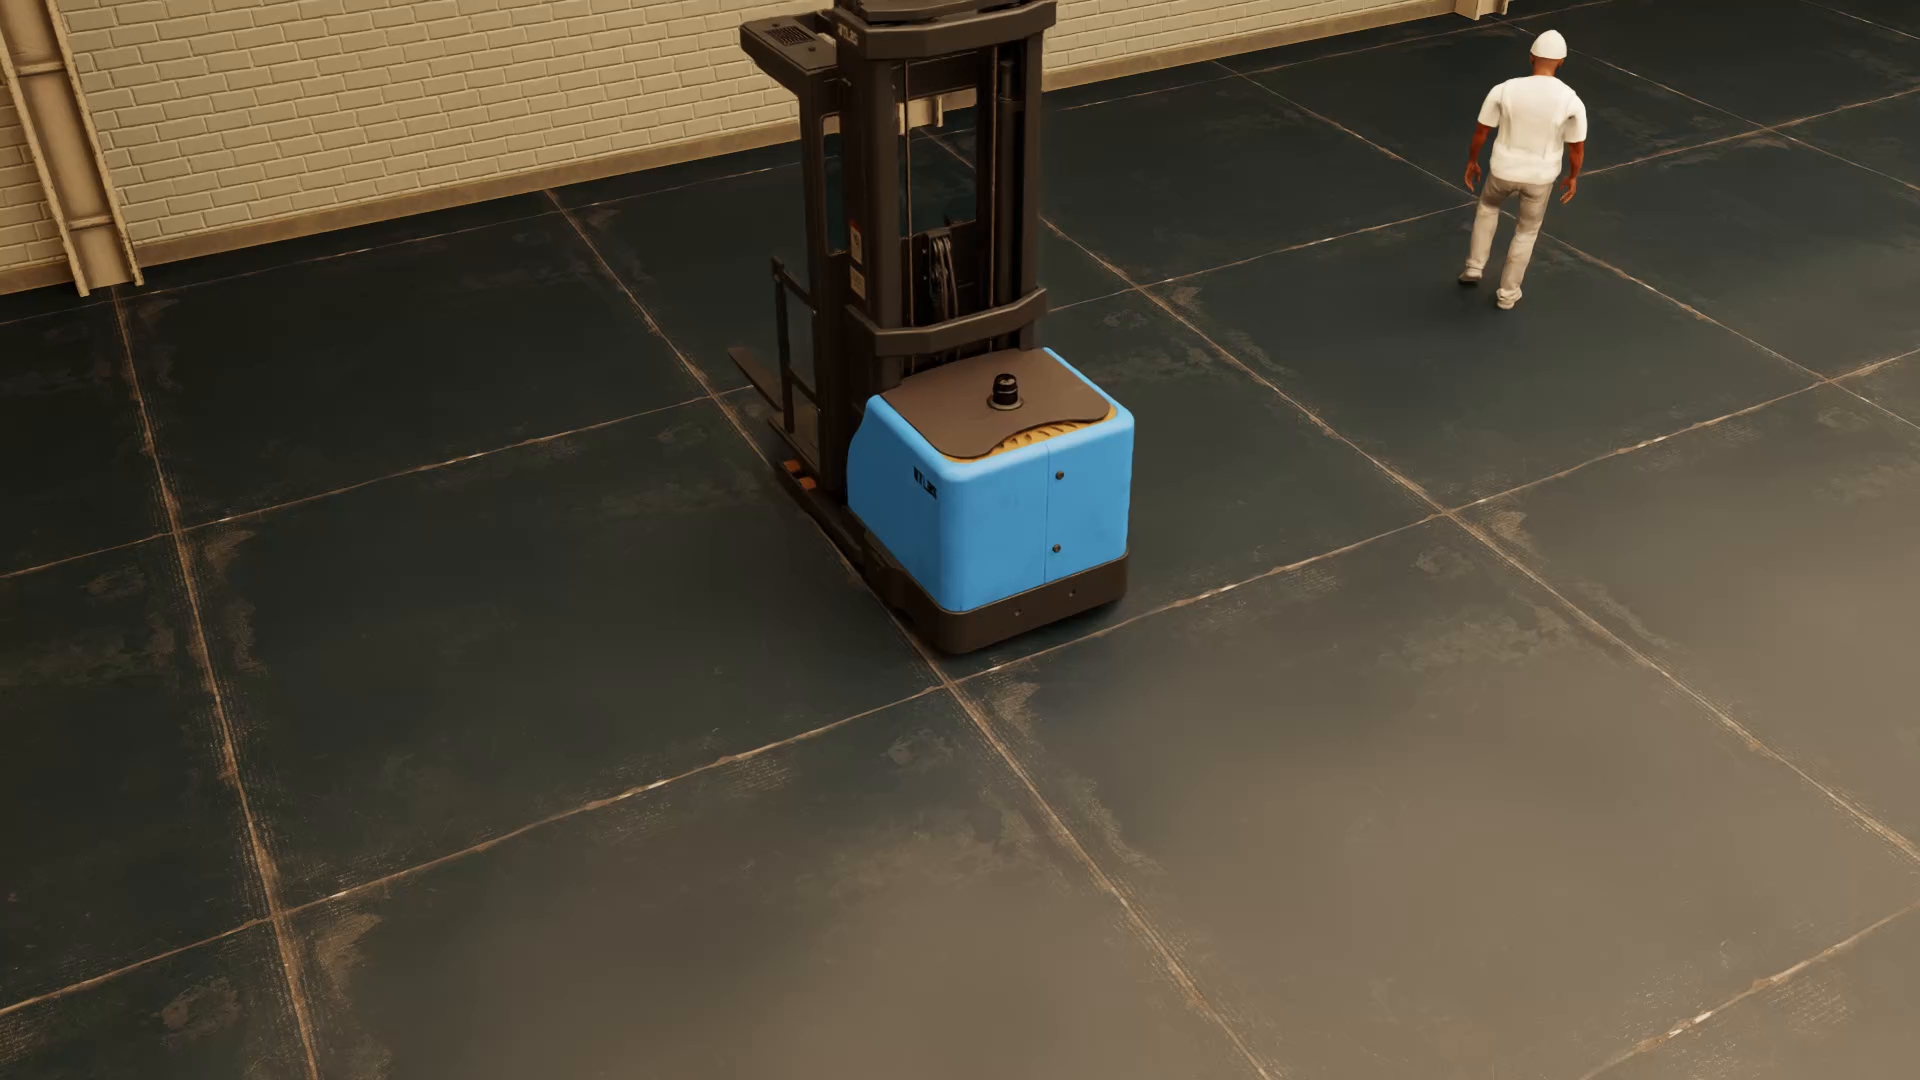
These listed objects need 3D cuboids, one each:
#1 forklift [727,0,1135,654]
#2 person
[{"bbox_3d":[-0.346,-1.490,8.231,1.130,2.935,3.031,-18,39,-24],"label":"forklift"},{"bbox_3d":[3.549,-2.325,10.478,0.677,1.786,0.498,15,38,20],"label":"person"}]
